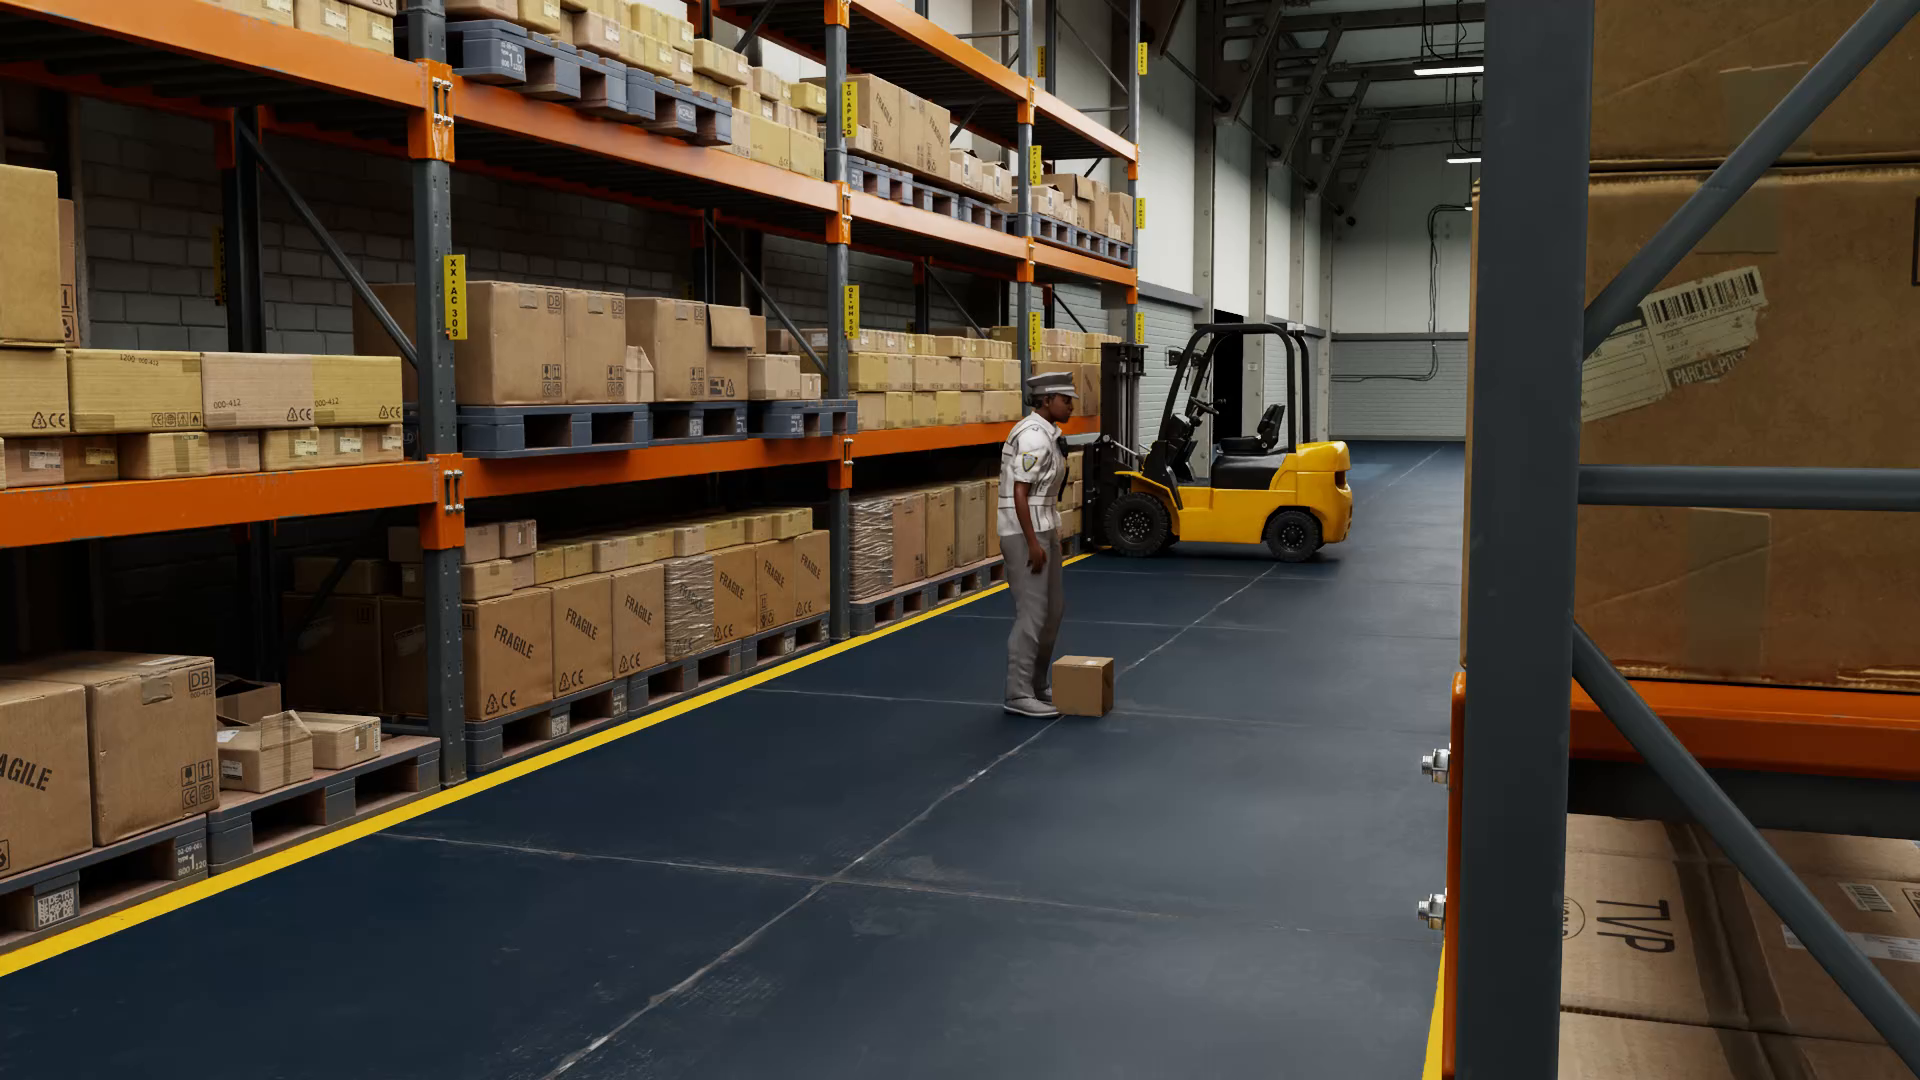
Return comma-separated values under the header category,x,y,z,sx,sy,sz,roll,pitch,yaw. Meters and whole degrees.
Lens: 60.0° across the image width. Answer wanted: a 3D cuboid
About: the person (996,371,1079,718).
category,x,y,z,sx,sy,sz,roll,pitch,yaw
person,0.381,0.007,8.165,0.391,1.661,0.530,2,6,17
